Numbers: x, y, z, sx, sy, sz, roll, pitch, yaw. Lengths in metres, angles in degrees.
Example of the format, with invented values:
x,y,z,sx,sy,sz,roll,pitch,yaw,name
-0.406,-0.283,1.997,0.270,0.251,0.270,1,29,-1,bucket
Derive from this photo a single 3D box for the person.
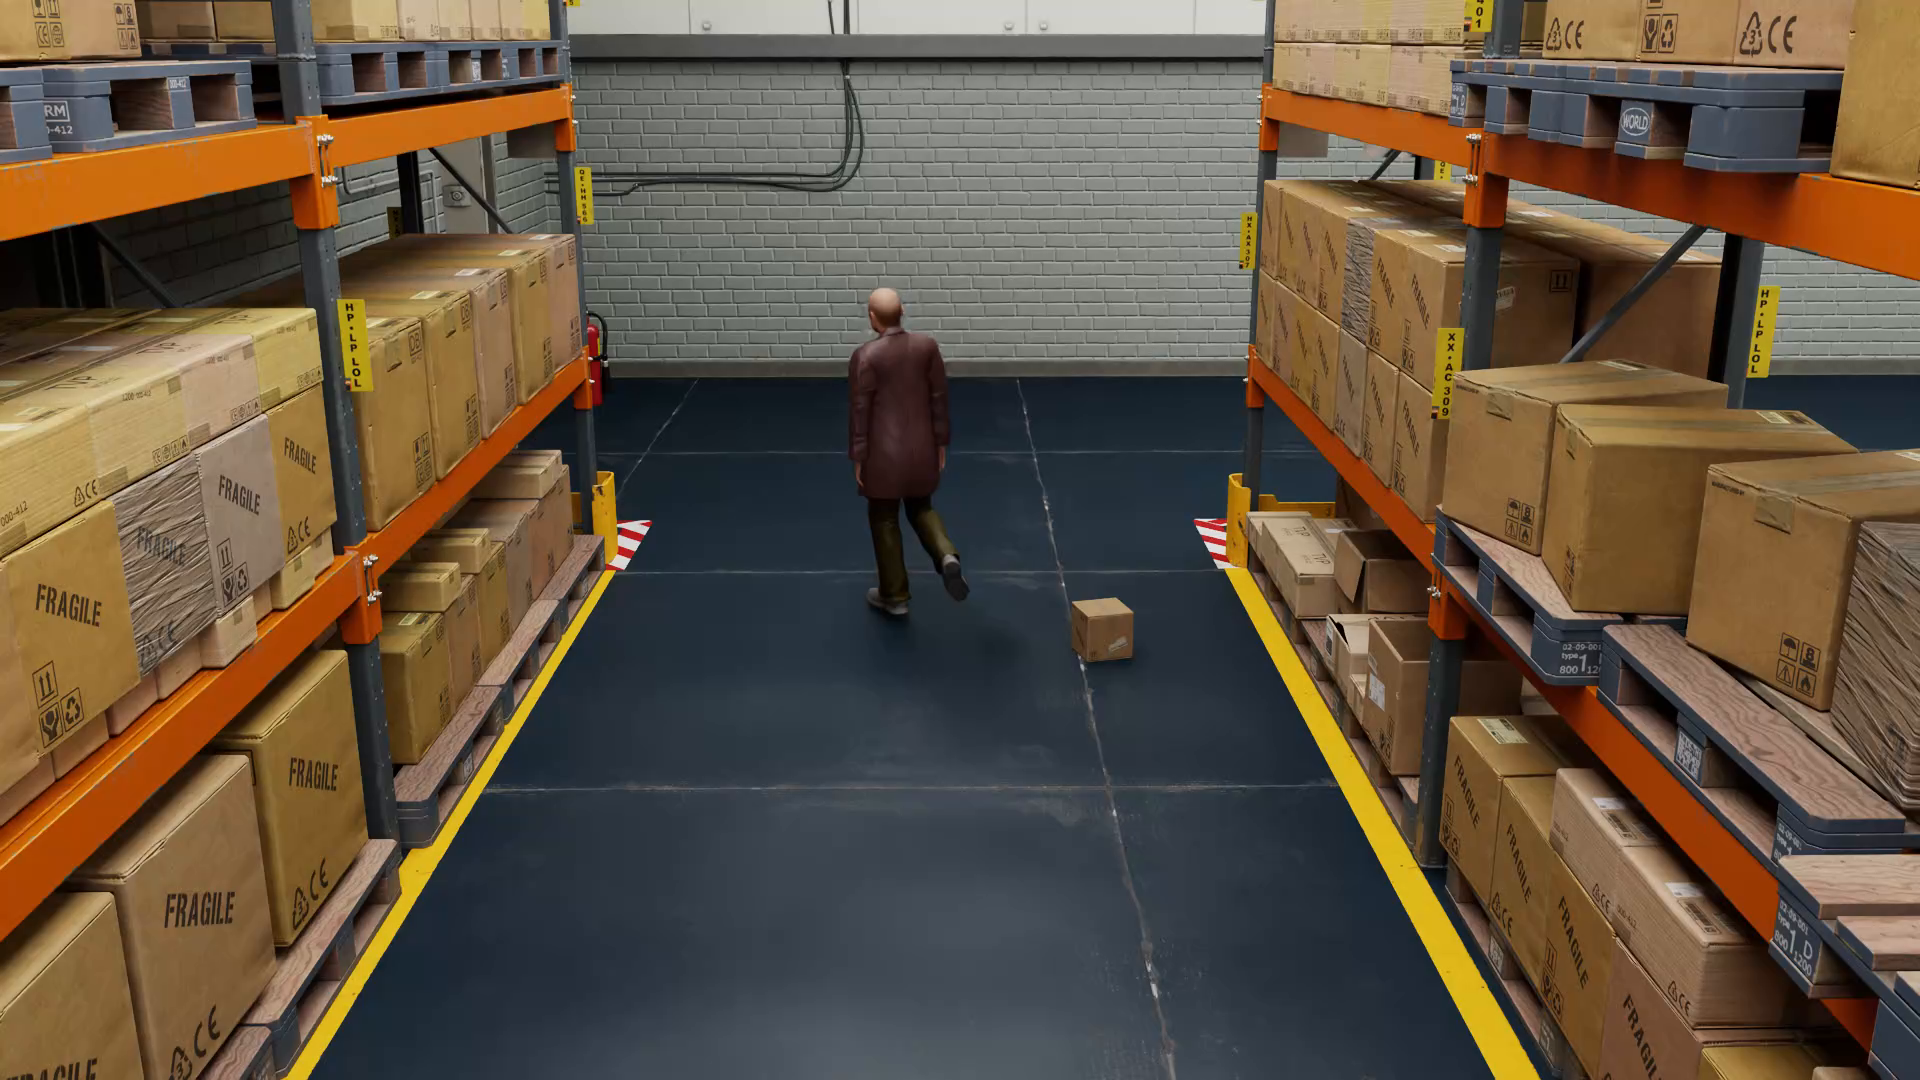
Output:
x,y,z,sx,sy,sz,roll,pitch,yaw,name
-0.273,-0.453,8.953,0.602,1.770,0.636,-10,20,-30,person
